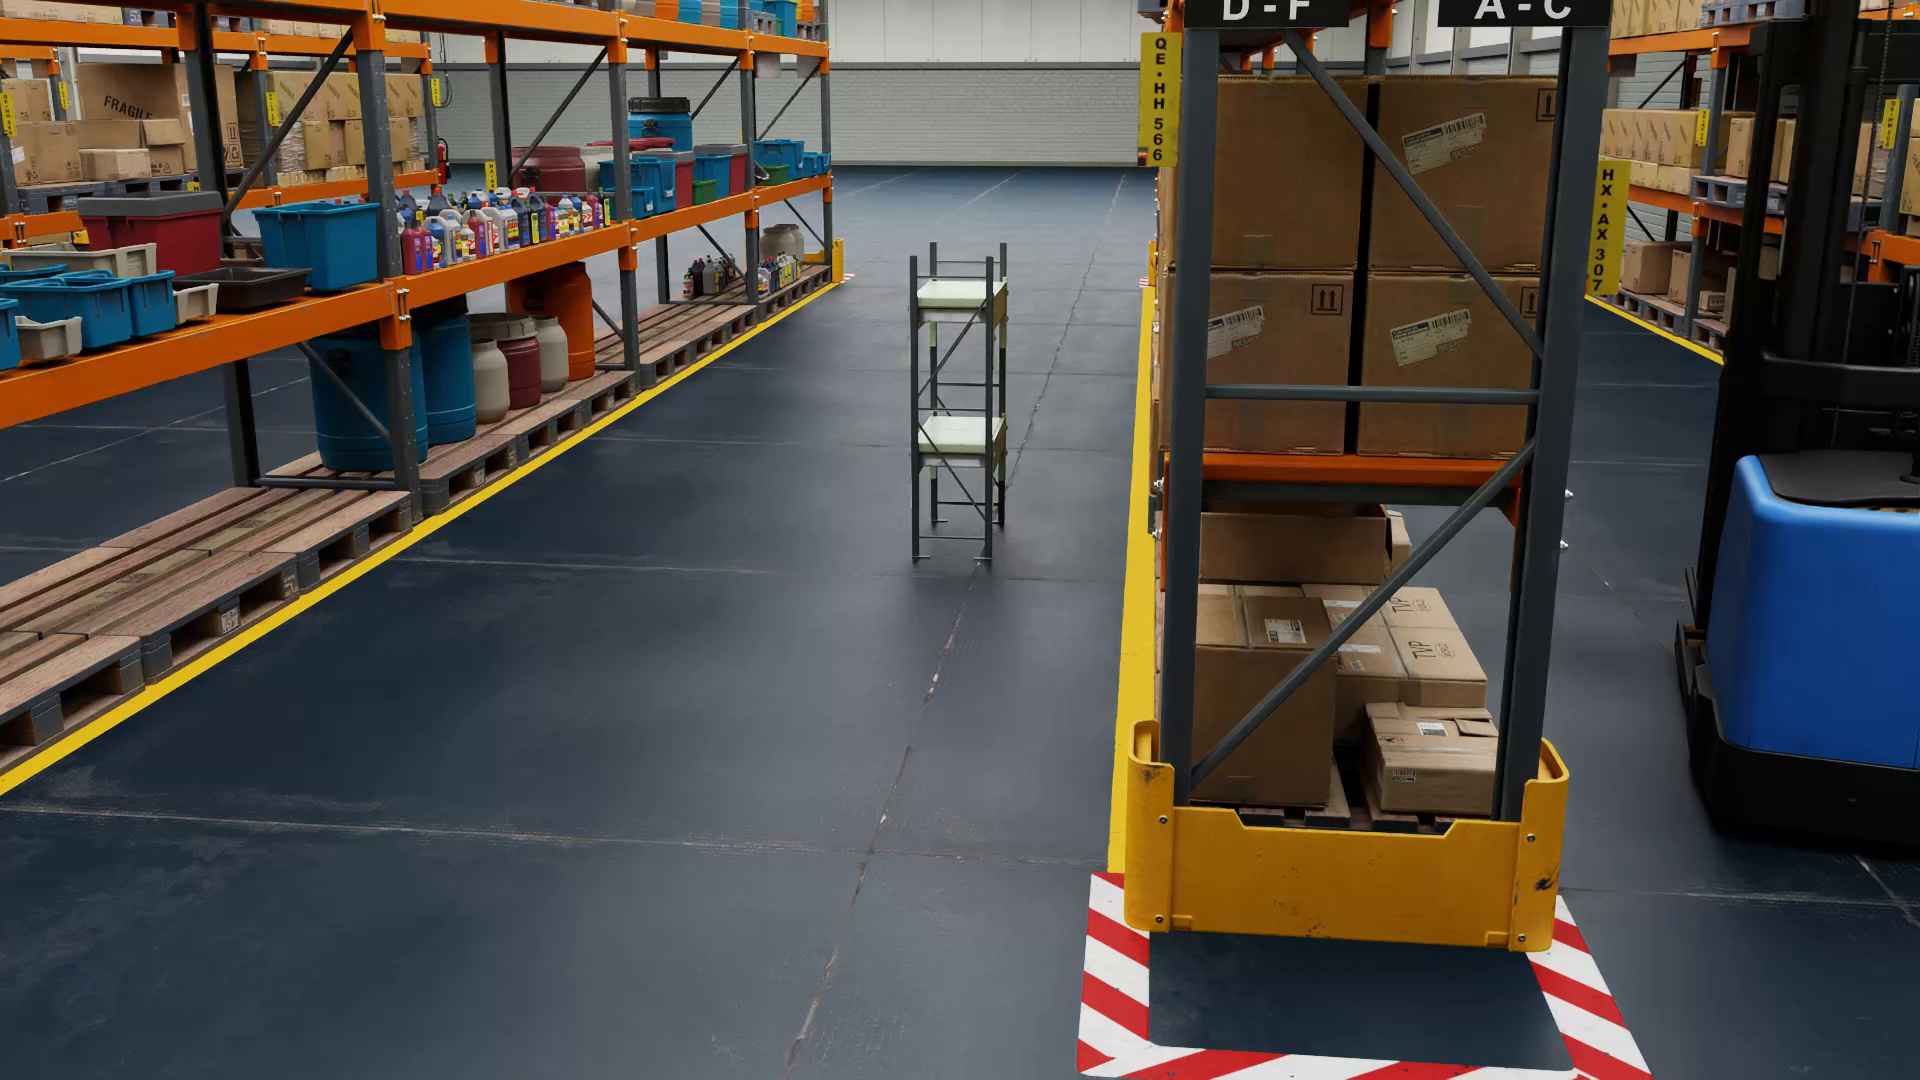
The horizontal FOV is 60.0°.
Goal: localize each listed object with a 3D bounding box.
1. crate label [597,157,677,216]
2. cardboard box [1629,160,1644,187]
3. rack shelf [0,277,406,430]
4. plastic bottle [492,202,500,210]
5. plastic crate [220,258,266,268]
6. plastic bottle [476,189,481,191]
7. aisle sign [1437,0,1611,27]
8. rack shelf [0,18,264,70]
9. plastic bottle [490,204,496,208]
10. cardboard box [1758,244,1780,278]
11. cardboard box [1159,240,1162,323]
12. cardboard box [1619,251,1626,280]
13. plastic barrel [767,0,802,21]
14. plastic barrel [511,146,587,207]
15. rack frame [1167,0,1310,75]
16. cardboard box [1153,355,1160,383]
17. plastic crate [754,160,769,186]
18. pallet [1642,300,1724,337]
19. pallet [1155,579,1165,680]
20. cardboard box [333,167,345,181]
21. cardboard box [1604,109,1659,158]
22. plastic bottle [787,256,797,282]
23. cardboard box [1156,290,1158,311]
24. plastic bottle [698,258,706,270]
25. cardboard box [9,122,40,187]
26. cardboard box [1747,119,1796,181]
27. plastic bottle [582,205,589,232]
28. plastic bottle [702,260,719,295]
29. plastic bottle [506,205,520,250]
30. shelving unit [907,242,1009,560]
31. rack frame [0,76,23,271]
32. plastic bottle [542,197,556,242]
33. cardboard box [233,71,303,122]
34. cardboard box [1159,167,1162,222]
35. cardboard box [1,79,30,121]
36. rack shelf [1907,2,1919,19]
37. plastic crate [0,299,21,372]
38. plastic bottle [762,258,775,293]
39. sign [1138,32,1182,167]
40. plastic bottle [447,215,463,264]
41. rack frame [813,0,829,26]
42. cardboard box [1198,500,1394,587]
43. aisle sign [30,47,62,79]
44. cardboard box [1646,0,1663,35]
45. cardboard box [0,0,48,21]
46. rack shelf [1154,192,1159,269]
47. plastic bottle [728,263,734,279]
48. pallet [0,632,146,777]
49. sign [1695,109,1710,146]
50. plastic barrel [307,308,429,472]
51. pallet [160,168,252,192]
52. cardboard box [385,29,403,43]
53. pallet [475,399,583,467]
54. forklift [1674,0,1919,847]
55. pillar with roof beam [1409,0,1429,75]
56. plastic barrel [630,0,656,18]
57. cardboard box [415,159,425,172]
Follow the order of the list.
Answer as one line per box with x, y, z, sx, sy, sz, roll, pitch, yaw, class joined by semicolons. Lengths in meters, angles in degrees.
-2.589;-2.856;13.410;0.502;0.435;0.616;2;15;6;crate label
7.239;-3.794;17.197;0.500;0.250;0.500;2;15;7;cardboard box
-3.647;-0.686;6.830;1.077;0.370;4.000;2;15;6;rack shelf
-3.266;-2.272;11.698;0.097;0.201;0.097;0;15;0;plastic bottle
-3.616;-1.337;8.250;0.396;0.136;0.243;2;15;6;plastic crate
-3.423;-2.346;11.816;0.061;0.283;0.133;2;15;6;plastic bottle
1.333;-1.596;3.838;0.394;0.787;0.004;2;15;6;aisle sign
-7.666;-4.355;14.651;1.077;0.370;4.000;2;15;6;rack shelf
-2.941;-1.983;10.495;0.097;0.271;0.097;0;15;0;plastic bottle
7.212;-2.397;14.289;0.500;0.250;0.500;1;15;5;cardboard box
1.058;-1.067;6.668;0.500;0.500;0.500;2;15;6;cardboard box
7.609;-3.110;18.725;0.500;0.311;0.500;0;15;0;cardboard box
-2.070;-6.106;18.586;0.600;0.588;0.600;0;15;0;plastic barrel
-3.219;-2.784;12.952;0.600;0.536;0.708;2;15;6;plastic barrel
1.951;-2.442;11.948;1.000;3.000;0.127;2;15;6;rack frame
1.392;-0.805;9.839;0.500;0.500;0.500;2;15;7;cardboard box
-2.333;-3.729;16.824;0.767;0.338;0.504;2;15;6;plastic crate
7.366;-2.164;16.261;1.003;0.211;1.213;2;15;6;pallet
1.286;0.437;6.643;1.003;0.211;1.213;2;15;6;pallet
-7.000;-4.023;18.275;0.380;0.149;0.250;2;15;6;cardboard box
7.358;-4.429;18.106;0.500;0.500;0.500;2;15;6;cardboard box
-1.895;-3.008;18.415;0.152;0.276;0.135;2;15;7;plastic bottle
1.818;-1.867;13.207;0.500;0.311;0.500;1;15;5;cardboard box
-2.711;-2.786;17.449;0.144;0.351;0.185;1;15;3;plastic bottle
-7.870;-3.127;13.485;0.500;0.500;0.500;0;15;-1;cardboard box
7.163;-3.320;14.159;0.700;0.500;0.500;3;15;12;cardboard box
-2.660;-2.261;11.659;0.097;0.201;0.097;0;15;0;plastic bottle
-2.589;-2.732;17.250;0.144;0.351;0.185;2;15;6;plastic bottle
-2.809;-1.953;10.386;0.097;0.271;0.097;0;15;0;plastic bottle
0.001;-0.726;8.473;0.431;1.500;0.755;2;15;6;shelving unit
-7.891;-2.735;13.031;1.000;3.000;0.127;2;15;6;rack frame
-2.721;-2.119;10.976;0.061;0.283;0.133;2;15;6;plastic bottle
-7.137;-4.556;17.089;0.500;0.500;0.500;2;15;6;cardboard box
0.993;-1.421;6.063;0.500;0.500;0.500;2;15;8;cardboard box
-11.956;-5.336;20.292;0.875;0.550;0.550;2;15;6;cardboard box
6.648;-2.879;9.196;1.077;0.370;4.000;2;15;6;rack shelf
-3.444;-0.688;5.664;0.416;0.233;0.300;2;15;6;plastic crate
-2.015;-2.758;17.345;0.144;0.351;0.185;2;15;8;plastic bottle
0.499;-1.101;4.162;0.100;0.325;0.005;2;15;6;sign
-2.909;-1.723;9.533;0.097;0.271;0.097;0;15;0;plastic bottle
-2.067;-7.560;19.382;1.000;3.000;0.127;2;15;6;rack frame
1.293;0.075;6.577;0.797;0.503;0.637;2;15;6;cardboard box
-11.600;-6.247;21.037;0.394;0.787;0.004;2;15;6;aisle sign
7.300;-5.386;16.859;0.500;0.500;0.500;3;15;10;cardboard box
-7.586;-4.225;13.082;0.500;0.250;0.500;2;15;7;cardboard box
2.177;-2.614;13.960;1.077;0.370;4.000;2;15;6;rack shelf
-2.593;-3.038;18.668;0.097;0.201;0.097;0;15;0;plastic bottle
-3.741;0.619;5.969;1.003;0.211;1.213;2;15;6;pallet
6.785;-3.767;15.188;0.100;0.325;0.005;2;15;6;sign
-3.343;-0.882;9.394;0.600;0.901;0.708;2;15;6;plastic barrel
-7.671;-3.486;16.175;1.003;0.211;1.213;2;15;6;pallet
-6.844;-5.924;19.363;0.500;0.250;0.500;2;15;7;cardboard box
-3.158;-0.722;10.928;1.003;0.211;1.213;2;15;6;pallet
3.359;-0.800;6.006;1.130;2.935;3.031;6;16;20;forklift
6.987;-13.413;41.026;9.100;9.000;0.400;2;15;6;pillar with roof beam
-2.662;-4.486;12.798;0.600;0.901;0.600;0;15;0;plastic barrel
-6.816;-4.609;20.441;0.380;0.149;0.250;2;15;6;cardboard box
